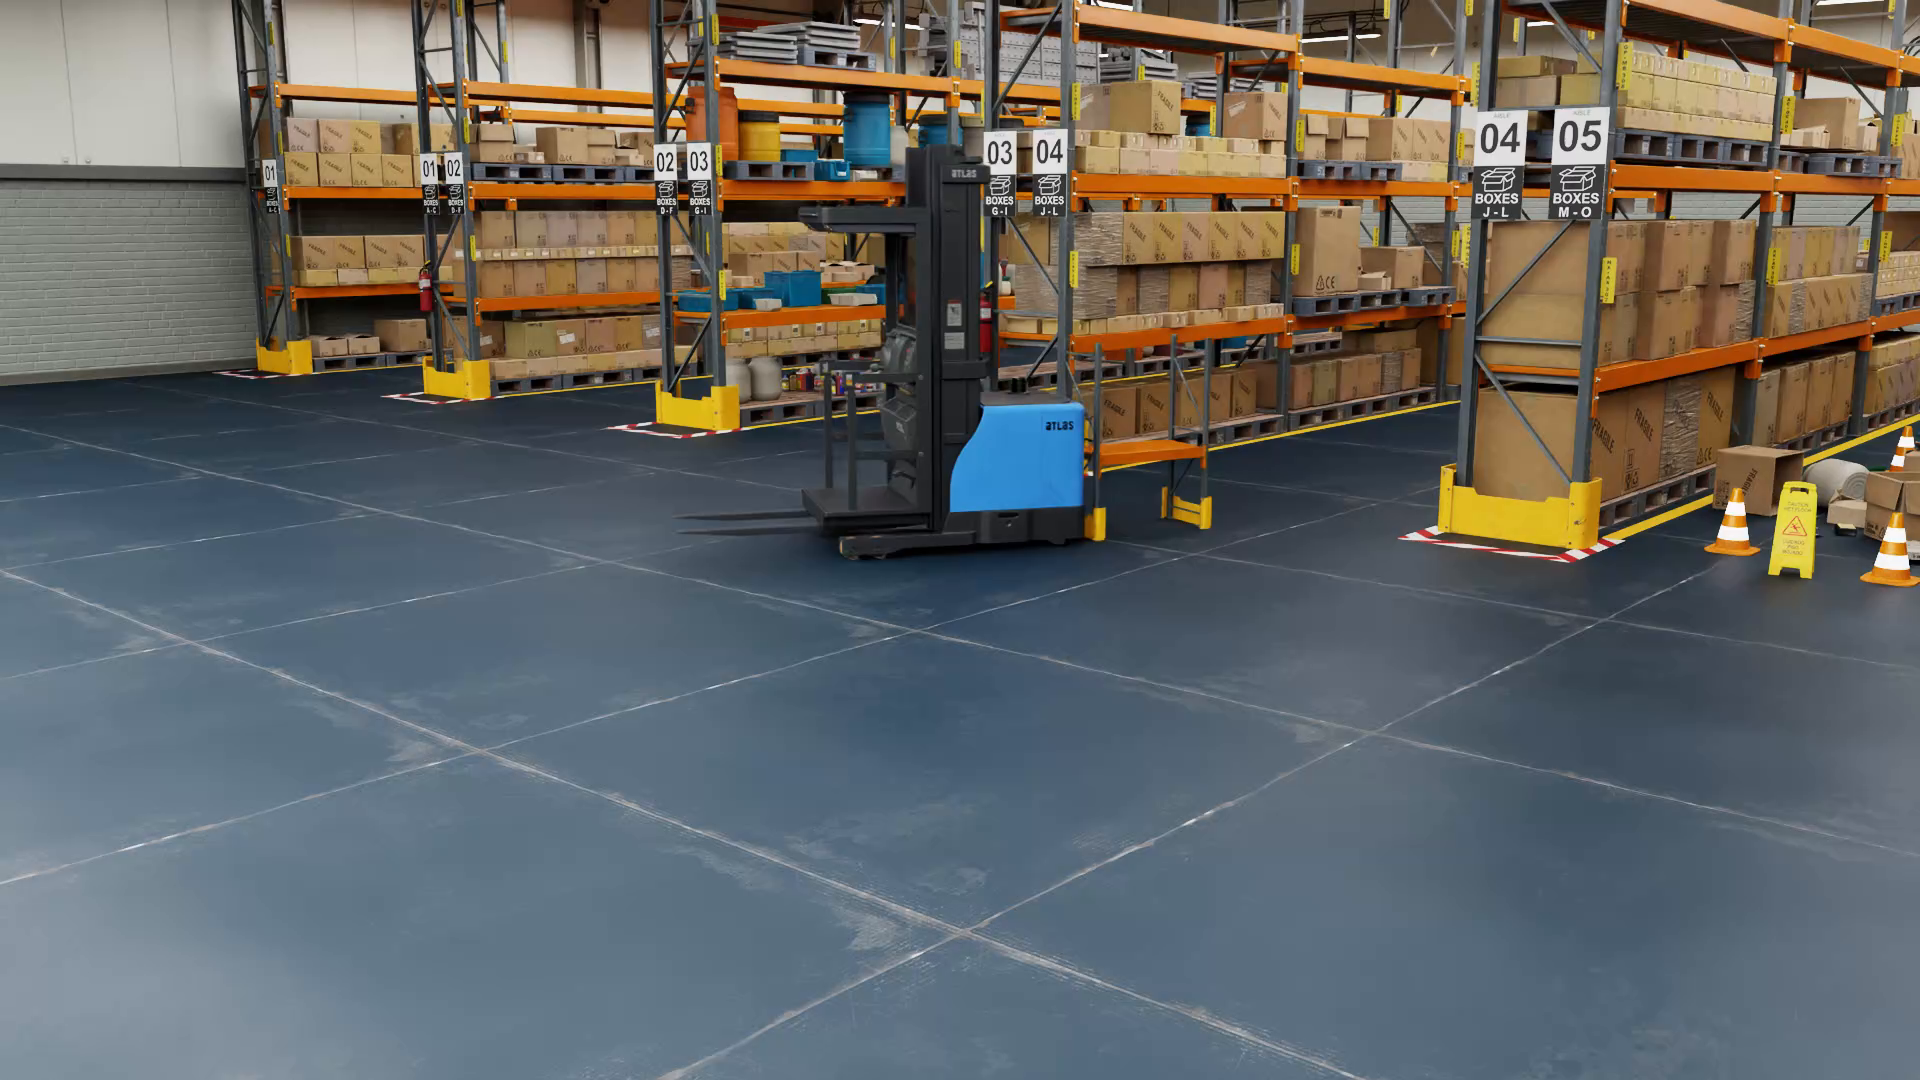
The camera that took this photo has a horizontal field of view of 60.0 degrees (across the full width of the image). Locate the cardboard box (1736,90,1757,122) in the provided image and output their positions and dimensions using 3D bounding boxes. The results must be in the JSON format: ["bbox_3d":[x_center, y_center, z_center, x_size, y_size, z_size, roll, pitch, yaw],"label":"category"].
[{"bbox_3d":[6.477,-3.705,14.239,0.500,0.250,0.500,10,15,40],"label":"cardboard box"}]

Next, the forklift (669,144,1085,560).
[{"bbox_3d":[-0.636,-1.410,12.287,3.031,2.935,1.130,-3,12,-14],"label":"forklift"}]

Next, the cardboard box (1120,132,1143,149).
[{"bbox_3d":[1.551,-3.867,16.121,0.380,0.149,0.250,11,15,43],"label":"cardboard box"}]

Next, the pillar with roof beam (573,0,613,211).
[{"bbox_3d":[-3.512,-7.558,27.578,9.100,9.000,0.548,10,15,40],"label":"pillar with roof beam"}]

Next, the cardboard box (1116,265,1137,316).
[{"bbox_3d":[1.267,-2.515,16.632,0.875,0.500,0.500,10,15,40],"label":"cardboard box"}]

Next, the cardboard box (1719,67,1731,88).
[{"bbox_3d":[6.108,-3.800,13.696,0.380,0.149,0.250,10,15,40],"label":"cardboard box"}]

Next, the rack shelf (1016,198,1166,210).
[{"bbox_3d":[2.446,-6.613,32.342,1.077,0.370,4.000,10,15,40],"label":"rack shelf"}]

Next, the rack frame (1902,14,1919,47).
[{"bbox_3d":[12.224,-6.205,20.804,1.000,3.000,0.127,10,15,40],"label":"rack frame"}]

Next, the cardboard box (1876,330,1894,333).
[{"bbox_3d":[11.538,-2.537,21.149,0.500,0.250,0.500,9,14,38],"label":"cardboard box"}]

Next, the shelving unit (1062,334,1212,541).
[{"bbox_3d":[1.383,-0.829,13.032,1.083,1.500,0.587,-6,13,-28],"label":"shelving unit"}]

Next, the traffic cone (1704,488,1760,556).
[{"bbox_3d":[5.720,-0.148,12.273,0.336,0.463,0.334,10,15,40],"label":"traffic cone"}]

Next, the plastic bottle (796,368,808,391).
[{"bbox_3d":[-2.007,-2.035,21.072,0.152,0.276,0.135,10,15,41],"label":"plastic bottle"}]

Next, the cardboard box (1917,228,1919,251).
[{"bbox_3d":[12.705,-3.984,21.430,0.500,0.500,0.500,10,15,42],"label":"cardboard box"}]

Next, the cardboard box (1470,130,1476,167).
[{"bbox_3d":[6.777,-5.294,22.575,0.500,0.500,0.500,11,16,43],"label":"cardboard box"}]

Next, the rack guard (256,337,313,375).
[{"bbox_3d":[-10.468,-2.861,25.758,1.175,0.500,0.348,10,15,40],"label":"rack guard"}]

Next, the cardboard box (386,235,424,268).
[{"bbox_3d":[-8.966,-4.635,26.675,0.500,0.500,0.500,10,15,42],"label":"cardboard box"}]

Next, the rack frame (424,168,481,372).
[{"bbox_3d":[-6.795,-3.435,22.253,1.000,3.000,0.127,10,15,40],"label":"rack frame"}]

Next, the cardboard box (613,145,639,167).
[{"bbox_3d":[-5.042,-5.606,24.261,0.500,0.311,0.500,9,14,37],"label":"cardboard box"}]

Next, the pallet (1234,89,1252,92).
[{"bbox_3d":[4.321,-7.087,26.724,1.003,0.211,1.213,10,15,40],"label":"pallet"}]

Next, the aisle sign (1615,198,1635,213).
[{"bbox_3d":[11.028,-5.832,27.616,0.394,0.787,0.004,10,15,40],"label":"aisle sign"}]

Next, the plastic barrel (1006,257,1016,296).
[{"bbox_3d":[0.844,-3.670,23.080,0.433,0.535,0.433,0,11,0],"label":"plastic barrel"}]

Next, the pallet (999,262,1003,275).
[{"bbox_3d":[0.517,-5.003,30.593,1.003,0.211,1.213,10,15,40],"label":"pallet"}]

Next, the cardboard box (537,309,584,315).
[{"bbox_3d":[-7.101,-3.847,29.571,0.700,0.500,0.500,9,15,39],"label":"cardboard box"}]

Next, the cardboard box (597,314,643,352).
[{"bbox_3d":[-4.963,-3.007,24.140,0.500,0.500,0.500,10,15,40],"label":"cardboard box"}]

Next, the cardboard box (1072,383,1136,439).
[{"bbox_3d":[1.437,-1.316,16.953,0.500,0.500,0.500,-7,13,-33],"label":"cardboard box"}]

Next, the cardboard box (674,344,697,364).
[{"bbox_3d":[-4.297,-2.785,24.945,0.500,0.250,0.500,10,15,40],"label":"cardboard box"}]

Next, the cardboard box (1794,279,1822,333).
[{"bbox_3d":[8.157,-2.326,16.441,0.500,0.500,0.500,10,15,40],"label":"cardboard box"}]

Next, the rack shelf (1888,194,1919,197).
[{"bbox_3d":[13.544,-4.676,22.642,1.077,0.370,4.000,10,15,40],"label":"rack shelf"}]

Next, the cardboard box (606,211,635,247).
[{"bbox_3d":[-5.106,-4.495,23.990,0.700,0.500,0.500,10,15,40],"label":"cardboard box"}]

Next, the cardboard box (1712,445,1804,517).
[{"bbox_3d":[6.689,-0.501,13.936,0.500,0.500,0.500,-9,14,-38],"label":"cardboard box"}]

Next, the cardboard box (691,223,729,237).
[{"bbox_3d":[-4.725,-5.862,31.424,0.500,0.250,0.500,10,15,42],"label":"cardboard box"}]

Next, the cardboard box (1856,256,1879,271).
[{"bbox_3d":[10.037,-3.093,18.589,0.380,0.149,0.250,10,15,40],"label":"cardboard box"}]

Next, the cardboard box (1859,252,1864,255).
[{"bbox_3d":[10.933,-3.486,20.557,0.380,0.149,0.250,10,15,40],"label":"cardboard box"}]

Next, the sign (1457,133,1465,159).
[{"bbox_3d":[6.331,-4.985,21.033,0.100,0.325,0.005,10,15,40],"label":"sign"}]

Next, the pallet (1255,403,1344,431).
[{"bbox_3d":[3.797,-1.490,19.632,1.003,0.211,1.213,10,15,40],"label":"pallet"}]

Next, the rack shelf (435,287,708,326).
[{"bbox_3d":[-5.475,-3.377,23.797,1.077,0.370,4.000,10,15,40],"label":"rack shelf"}]

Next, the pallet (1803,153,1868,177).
[{"bbox_3d":[8.463,-3.787,16.836,1.003,0.211,1.213,11,16,43],"label":"pallet"}]

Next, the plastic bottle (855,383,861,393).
[{"bbox_3d":[-1.288,-1.944,20.808,0.097,0.201,0.097,0,11,0],"label":"plastic bottle"}]

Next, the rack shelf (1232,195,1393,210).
[{"bbox_3d":[6.165,-5.972,29.133,1.077,0.370,4.000,10,15,40],"label":"rack shelf"}]

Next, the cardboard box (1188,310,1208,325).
[{"bbox_3d":[2.362,-2.331,17.365,0.380,0.149,0.250,10,15,40],"label":"cardboard box"}]

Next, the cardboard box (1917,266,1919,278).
[{"bbox_3d":[11.421,-3.254,20.154,0.380,0.149,0.250,9,14,37],"label":"cardboard box"}]

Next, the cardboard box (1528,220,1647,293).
[{"bbox_3d":[4.871,-2.243,13.145,0.875,0.550,0.550,10,15,40],"label":"cardboard box"}]

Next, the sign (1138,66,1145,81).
[{"bbox_3d":[2.622,-6.685,24.030,0.100,0.325,0.005,10,15,40],"label":"sign"}]

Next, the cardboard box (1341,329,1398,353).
[{"bbox_3d":[5.162,-2.507,20.949,0.500,0.250,0.500,-10,15,-41],"label":"cardboard box"}]

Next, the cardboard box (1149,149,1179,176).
[{"bbox_3d":[1.822,-3.738,16.492,0.500,0.250,0.500,10,15,40],"label":"cardboard box"}]

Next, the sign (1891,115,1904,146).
[{"bbox_3d":[9.995,-4.365,17.728,0.100,0.325,0.005,10,15,40],"label":"sign"}]

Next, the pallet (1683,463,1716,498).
[{"bbox_3d":[6.383,-0.617,15.263,1.003,0.211,1.213,10,15,40],"label":"pallet"}]

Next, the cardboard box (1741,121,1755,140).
[{"bbox_3d":[6.607,-3.519,14.326,0.380,0.149,0.250,10,15,41],"label":"cardboard box"}]

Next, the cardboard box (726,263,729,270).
[{"bbox_3d":[-4.435,-5.222,31.786,0.380,0.149,0.250,10,15,42],"label":"cardboard box"}]

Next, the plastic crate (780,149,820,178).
[{"bbox_3d":[-2.044,-4.577,20.351,0.392,0.384,0.575,10,15,40],"label":"plastic crate"}]

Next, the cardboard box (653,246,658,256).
[{"bbox_3d":[-4.509,-4.248,24.412,0.380,0.149,0.250,9,15,39],"label":"cardboard box"}]

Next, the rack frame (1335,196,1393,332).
[{"bbox_3d":[7.485,-5.148,30.830,1.000,3.000,0.127,10,15,40],"label":"rack frame"}]

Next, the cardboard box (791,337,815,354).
[{"bbox_3d":[-2.687,-3.135,26.697,0.500,0.250,0.500,10,15,41],"label":"cardboard box"}]

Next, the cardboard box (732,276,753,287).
[{"bbox_3d":[-3.416,-4.005,25.744,0.380,0.149,0.250,10,15,40],"label":"cardboard box"}]
